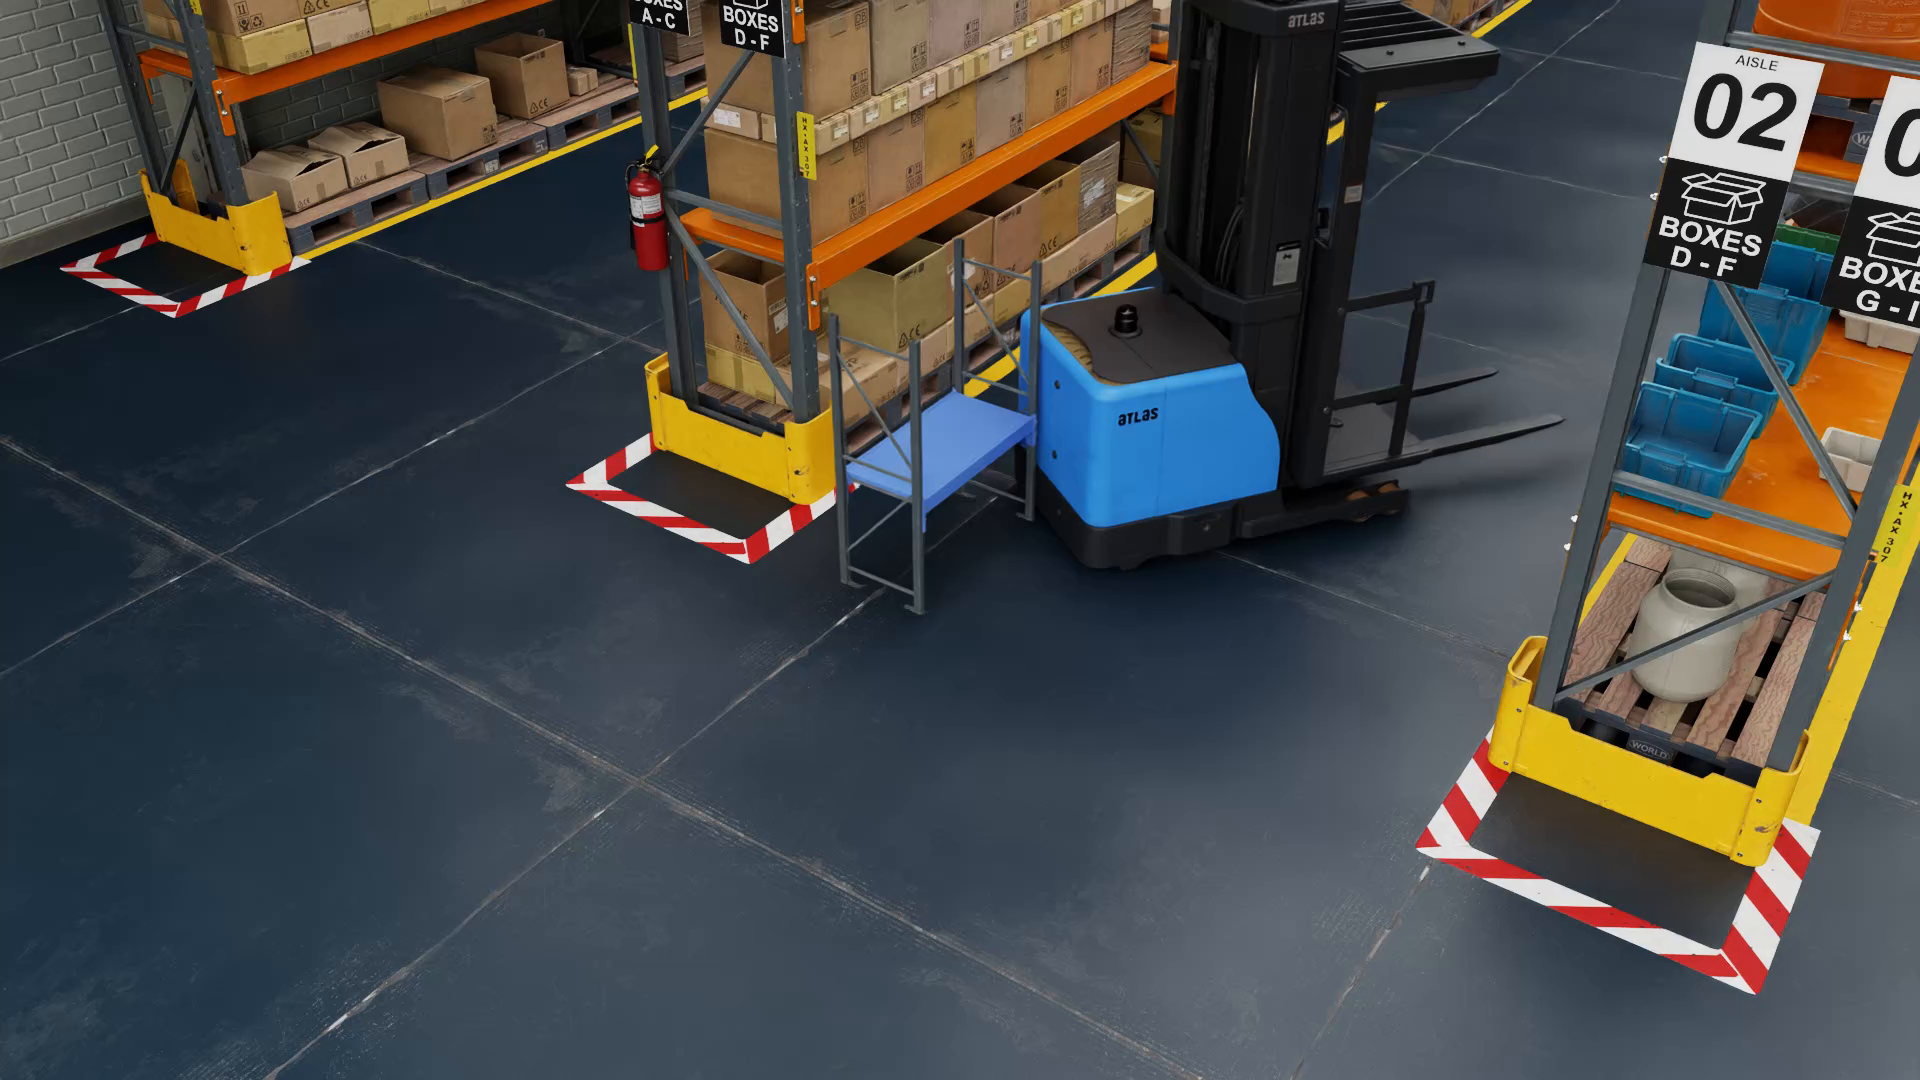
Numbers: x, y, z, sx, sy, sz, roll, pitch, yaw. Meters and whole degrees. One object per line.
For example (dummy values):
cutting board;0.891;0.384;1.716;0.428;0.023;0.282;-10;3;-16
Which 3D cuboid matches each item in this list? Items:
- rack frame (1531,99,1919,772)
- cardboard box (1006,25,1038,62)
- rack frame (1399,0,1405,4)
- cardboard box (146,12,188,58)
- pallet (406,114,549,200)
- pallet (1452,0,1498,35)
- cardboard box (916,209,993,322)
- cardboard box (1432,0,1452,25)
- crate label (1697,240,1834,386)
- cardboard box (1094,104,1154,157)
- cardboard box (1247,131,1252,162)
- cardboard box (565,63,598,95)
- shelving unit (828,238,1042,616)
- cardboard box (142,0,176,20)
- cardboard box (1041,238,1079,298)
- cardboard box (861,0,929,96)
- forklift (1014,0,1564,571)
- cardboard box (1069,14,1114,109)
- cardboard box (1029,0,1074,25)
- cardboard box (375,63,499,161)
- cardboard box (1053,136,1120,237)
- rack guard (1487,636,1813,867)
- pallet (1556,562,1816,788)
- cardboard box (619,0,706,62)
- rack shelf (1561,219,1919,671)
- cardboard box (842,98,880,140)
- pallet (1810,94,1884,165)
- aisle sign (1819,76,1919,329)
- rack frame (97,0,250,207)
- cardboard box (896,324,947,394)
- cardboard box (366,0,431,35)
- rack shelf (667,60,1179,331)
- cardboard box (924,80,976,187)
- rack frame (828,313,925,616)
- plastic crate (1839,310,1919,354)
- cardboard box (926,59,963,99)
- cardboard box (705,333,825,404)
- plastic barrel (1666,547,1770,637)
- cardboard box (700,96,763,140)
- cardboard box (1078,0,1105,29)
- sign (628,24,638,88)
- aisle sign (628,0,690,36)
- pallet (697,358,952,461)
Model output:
rack frame;2.872;-0.111;6.237;1.000;3.000;0.127;21;39;28
cardboard box;0.232;-2.945;9.759;0.380;0.149;0.250;23;40;30
rack frame;3.366;-5.377;14.023;1.000;3.000;0.127;21;39;28
cardboard box;-5.159;-3.499;11.362;0.500;0.250;0.500;22;40;29
pallet;-4.035;-3.077;13.112;1.003;0.211;1.213;21;39;28
pallet;4.519;-5.112;16.121;1.003;0.211;1.213;21;39;28
cardboard box;-0.148;-1.681;9.969;0.500;0.500;0.500;21;39;28
cardboard box;4.155;-4.884;15.134;0.500;0.500;0.500;20;39;27
crate label;3.699;-1.059;7.607;0.502;0.435;0.616;21;39;28
cardboard box;1.081;-3.081;12.207;0.500;0.311;0.500;21;39;28
cardboard box;2.105;-3.151;12.812;0.500;0.250;0.500;20;39;27
cardboard box;-3.266;-3.869;13.930;0.380;0.166;0.250;16;37;22
shelving unit;-0.102;-0.569;8.252;0.538;1.500;1.048;21;39;28
cardboard box;-5.173;-3.817;11.164;0.500;0.500;0.500;21;39;28
cardboard box;0.435;-1.826;10.852;0.500;0.250;0.500;21;39;28
cardboard box;-0.593;-2.753;8.896;0.700;0.500;0.500;20;39;27
forklift;1.868;-1.572;8.459;3.031;2.935;1.130;-12;36;-17
cardboard box;0.543;-3.126;10.606;0.700;0.500;0.500;21;39;28
cardboard box;0.265;-3.445;9.920;0.700;0.500;0.500;21;39;28
cardboard box;-4.014;-3.296;12.785;0.700;0.500;0.500;19;38;25
cardboard box;0.706;-2.372;10.990;0.500;0.500;0.500;21;39;28
rack guard;2.877;0.874;7.011;1.175;0.500;0.348;21;39;28
pallet;3.344;0.622;7.642;1.003;0.211;1.213;21;39;28
cardboard box;-2.580;-4.607;14.724;0.700;0.500;0.500;23;40;30
rack shelf;4.013;-0.734;7.799;1.077;0.370;4.000;21;39;28
cardboard box;-0.646;-2.239;8.715;0.380;0.149;0.250;20;39;27
pallet;3.424;-1.625;5.966;1.003;0.211;1.213;21;39;28
aisle sign;3.072;-1.061;5.321;0.394;0.787;0.004;21;39;28
rack frame;-5.267;-3.276;10.916;1.000;3.000;0.127;21;39;28
cardboard box;-0.424;-1.137;9.833;0.500;0.250;0.500;21;39;28
cardboard box;-4.148;-3.821;11.839;0.500;0.250;0.500;21;39;27
rack shelf;-0.055;-2.317;10.141;1.077;0.370;4.000;21;39;28
cardboard box;-0.335;-2.417;9.557;0.700;0.500;0.500;22;40;28
rack frame;-0.390;-0.334;7.905;0.500;1.500;0.032;21;39;28
plastic crate;4.435;-1.015;7.808;0.530;0.136;0.437;21;39;28
cardboard box;-0.207;-2.593;9.238;0.380;0.149;0.250;20;39;27
cardboard box;-1.132;-1.071;9.736;0.500;0.250;0.500;21;39;28
plastic barrel;3.470;0.187;7.641;0.421;0.512;0.421;0;34;0
cardboard box;-1.134;-2.242;8.719;0.380;0.149;0.250;21;39;27
cardboard box;0.668;-3.297;10.279;0.380;0.149;0.250;21;39;28
sign;-1.633;-2.452;8.454;0.100;0.325;0.005;21;39;28
aisle sign;-1.474;-2.835;7.945;0.394;0.787;0.004;21;39;28
pallet;-0.793;-0.905;9.900;1.003;0.211;1.213;21;39;28
